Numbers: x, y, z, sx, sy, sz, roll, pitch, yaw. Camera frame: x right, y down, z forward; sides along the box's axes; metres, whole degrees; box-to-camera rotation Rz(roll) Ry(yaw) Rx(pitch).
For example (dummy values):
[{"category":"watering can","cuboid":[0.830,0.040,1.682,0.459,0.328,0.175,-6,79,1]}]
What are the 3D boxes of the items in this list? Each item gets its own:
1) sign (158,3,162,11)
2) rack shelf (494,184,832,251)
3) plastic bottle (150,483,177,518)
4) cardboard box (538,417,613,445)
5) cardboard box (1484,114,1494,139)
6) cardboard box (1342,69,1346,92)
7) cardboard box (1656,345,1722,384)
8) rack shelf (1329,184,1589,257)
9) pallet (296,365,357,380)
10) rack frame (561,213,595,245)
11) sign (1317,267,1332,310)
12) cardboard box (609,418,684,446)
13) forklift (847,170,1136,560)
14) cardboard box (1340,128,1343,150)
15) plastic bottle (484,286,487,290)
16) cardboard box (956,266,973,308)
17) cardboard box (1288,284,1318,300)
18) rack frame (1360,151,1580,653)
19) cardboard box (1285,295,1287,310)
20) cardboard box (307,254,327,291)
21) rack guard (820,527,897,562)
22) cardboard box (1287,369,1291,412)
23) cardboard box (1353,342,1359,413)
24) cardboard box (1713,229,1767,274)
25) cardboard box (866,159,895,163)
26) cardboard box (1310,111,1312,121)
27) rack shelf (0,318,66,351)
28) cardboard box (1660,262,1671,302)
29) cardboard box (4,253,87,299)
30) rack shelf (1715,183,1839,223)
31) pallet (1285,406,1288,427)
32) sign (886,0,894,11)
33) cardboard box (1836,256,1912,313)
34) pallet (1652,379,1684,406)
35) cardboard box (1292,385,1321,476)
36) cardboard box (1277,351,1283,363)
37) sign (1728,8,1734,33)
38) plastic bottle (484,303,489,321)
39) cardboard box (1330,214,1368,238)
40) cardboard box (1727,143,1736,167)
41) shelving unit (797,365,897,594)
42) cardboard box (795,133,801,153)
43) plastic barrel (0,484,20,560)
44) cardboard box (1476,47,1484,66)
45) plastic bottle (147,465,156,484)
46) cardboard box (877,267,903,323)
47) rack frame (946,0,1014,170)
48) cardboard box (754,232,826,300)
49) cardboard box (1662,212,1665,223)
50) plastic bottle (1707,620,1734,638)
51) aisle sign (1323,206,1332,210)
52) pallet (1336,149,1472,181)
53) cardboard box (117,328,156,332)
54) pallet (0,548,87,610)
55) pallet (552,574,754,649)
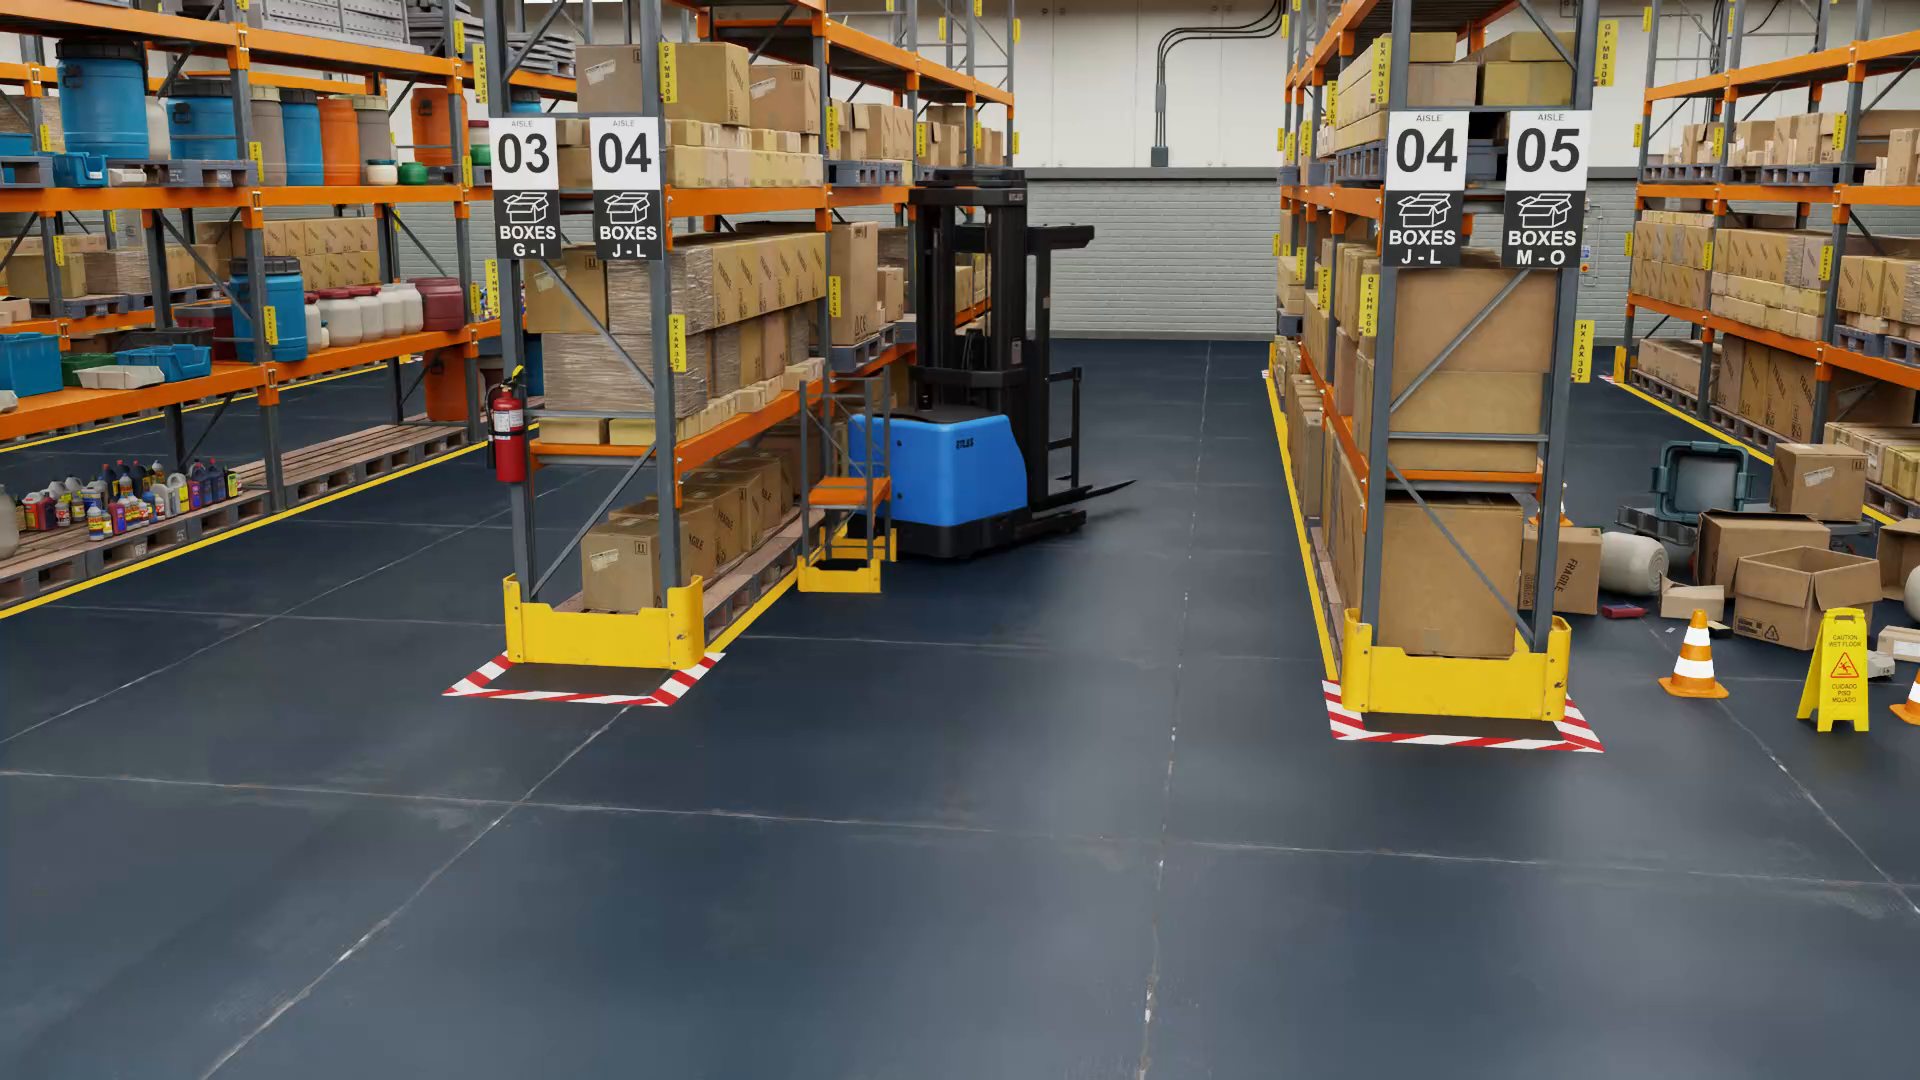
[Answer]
[{"category":"sign","cuboid":[-10.644,-6.999,22.204,0.100,0.325,0.005,2,12,9]},{"category":"rack shelf","cuboid":[-1.861,-2.261,11.451,1.077,0.370,4.000,2,12,9]},{"category":"plastic bottle","cuboid":[-6.369,-0.322,13.289,0.152,0.276,0.135,2,12,10]},{"category":"cardboard box","cuboid":[-2.328,-0.673,10.092,0.380,0.149,0.250,2,12,9]},{"category":"cardboard box","cuboid":[3.164,-2.312,9.343,0.380,0.149,0.250,2,12,9]},{"category":"cardboard box","cuboid":[2.863,-3.198,11.560,0.380,0.149,0.250,2,12,8]},{"category":"cardboard box","cuboid":[9.950,-2.361,22.412,0.875,0.438,0.875,2,12,10]},{"category":"rack shelf","cuboid":[3.025,-2.079,10.608,1.077,0.370,4.000,2,12,9]},{"category":"pallet","cuboid":[-9.819,-2.584,24.982,1.003,0.211,1.213,2,12,9]},{"category":"rack frame","cuboid":[-5.217,-3.388,22.095,1.000,3.000,0.127,2,12,9]},{"category":"sign","cuboid":[2.795,-1.923,12.738,0.100,0.325,0.005,2,12,9]},{"category":"cardboard box","cuboid":[-1.889,-0.659,10.025,0.380,0.149,0.250,2,12,9]},{"category":"forklift","cuboid":[0.401,-1.540,13.682,1.130,2.935,3.031,9,15,36]},{"category":"cardboard box","cuboid":[2.863,-2.808,11.644,0.380,0.149,0.250,2,12,9]},{"category":"plastic bottle","cuboid":[-5.842,-3.003,20.600,0.152,0.276,0.135,2,12,9]},{"category":"cardboard box","cuboid":[-0.125,-3.170,20.847,0.500,0.500,0.500,2,12,9]},{"category":"cardboard box","cuboid":[3.574,-2.559,17.140,0.380,0.149,0.250,2,12,10]},{"category":"rack frame","cuboid":[2.717,-0.548,8.916,1.000,3.000,0.127,2,12,9]},{"category":"cardboard box","cuboid":[3.648,-2.519,17.659,0.380,0.149,0.250,2,12,10]},{"category":"cardboard box","cuboid":[-9.608,-3.906,24.262,0.500,0.500,0.500,2,12,8]},{"category":"rack guard","cuboid":[-0.779,0.034,12.743,0.587,0.250,0.087,1,12,4]},{"category":"cardboard box","cuboid":[4.107,-1.774,19.541,0.500,0.500,0.500,2,12,11]},{"category":"cardboard box","cuboid":[3.043,-1.039,10.840,0.875,0.550,0.500,2,12,9]},{"category":"cardboard box","cuboid":[9.118,-3.362,19.363,0.500,0.500,0.500,2,12,9]},{"category":"cardboard box","cuboid":[-0.911,-3.473,15.725,0.500,0.250,0.500,2,12,10]},{"category":"cardboard box","cuboid":[3.817,-4.303,17.164,0.396,0.266,0.258,2,12,9]},{"category":"rack shelf","cuboid":[-11.033,-1.949,17.124,1.077,0.370,4.000,2,12,9]},{"category":"cardboard box","cuboid":[9.520,-3.381,21.825,0.500,0.500,0.500,2,12,11]},{"category":"cardboard box","cuboid":[-10.740,-3.106,19.550,0.700,0.500,0.500,-2,12,-10]},{"category":"rack shelf","cuboid":[9.162,-3.605,17.688,1.077,0.370,4.000,2,12,9]},{"category":"pallet","cuboid":[4.445,-1.521,20.049,1.003,0.211,1.213,2,12,9]},{"category":"sign","cuboid":[-0.867,-6.718,20.711,0.100,0.325,0.005,2,12,9]},{"category":"cardboard box","cuboid":[8.556,-2.387,15.511,0.500,0.500,0.500,2,12,7]},{"category":"pallet","cuboid":[9.849,-1.954,22.059,1.003,0.211,1.213,2,12,9]},{"category":"cardboard box","cuboid":[3.634,-1.013,15.417,1.050,0.750,0.750,2,12,10]},{"category":"cardboard box","cuboid":[4.649,-2.576,23.391,0.380,0.149,0.250,2,12,10]},{"category":"sign","cuboid":[10.619,-7.147,22.890,0.100,0.325,0.005,2,12,9]},{"category":"plastic bottle","cuboid":[-5.386,-2.582,18.824,0.097,0.201,0.097,0,12,0]},{"category":"cardboard box","cuboid":[4.873,-3.815,20.759,0.500,0.500,0.500,2,12,10]},{"category":"cardboard box","cuboid":[9.047,-4.420,19.084,0.396,0.266,0.258,2,12,8]},{"category":"shelving unit","cuboid":[-0.818,-0.473,12.126,0.587,1.500,1.083,1,12,4]},{"category":"cardboard box","cuboid":[-1.402,-2.966,12.424,0.380,0.149,0.250,1,12,6]},{"category":"plastic barrel","cuboid":[-6.959,-0.123,11.853,0.421,0.512,0.421,0,12,0]},{"category":"cardboard box","cuboid":[3.240,-2.806,9.744,0.380,0.149,0.250,2,12,8]},{"category":"plastic bottle","cuboid":[-6.847,-0.486,14.034,0.061,0.283,0.133,2,12,9]},{"category":"cardboard box","cuboid":[-0.968,-2.416,16.350,0.700,0.500,0.500,4,13,17]},{"category":"rack frame","cuboid":[0.293,-6.993,24.582,1.000,3.000,0.127,2,12,9]},{"category":"cardboard box","cuboid":[-1.350,-2.143,13.000,0.500,0.500,0.500,2,12,9]},{"category":"cardboard box","cuboid":[9.622,-4.310,22.223,0.380,0.149,0.250,2,12,9]},{"category":"plastic bottle","cuboid":[4.839,0.567,10.717,0.133,0.061,0.283,-2,12,-11]},{"category":"aisle sign","cuboid":[5.486,-5.155,24.122,0.394,0.787,0.004,2,12,9]},{"category":"pallet","cuboid":[3.196,-2.634,11.684,1.003,0.211,1.213,2,12,9]},{"category":"cardboard box","cuboid":[-10.579,-2.608,21.585,0.500,0.250,0.500,2,12,9]},{"category":"pallet","cuboid":[-6.967,0.287,11.662,1.003,0.211,1.213,2,12,9]},{"category":"pallet","cuboid":[-1.997,0.450,10.906,1.003,0.211,1.213,2,12,9]}]
